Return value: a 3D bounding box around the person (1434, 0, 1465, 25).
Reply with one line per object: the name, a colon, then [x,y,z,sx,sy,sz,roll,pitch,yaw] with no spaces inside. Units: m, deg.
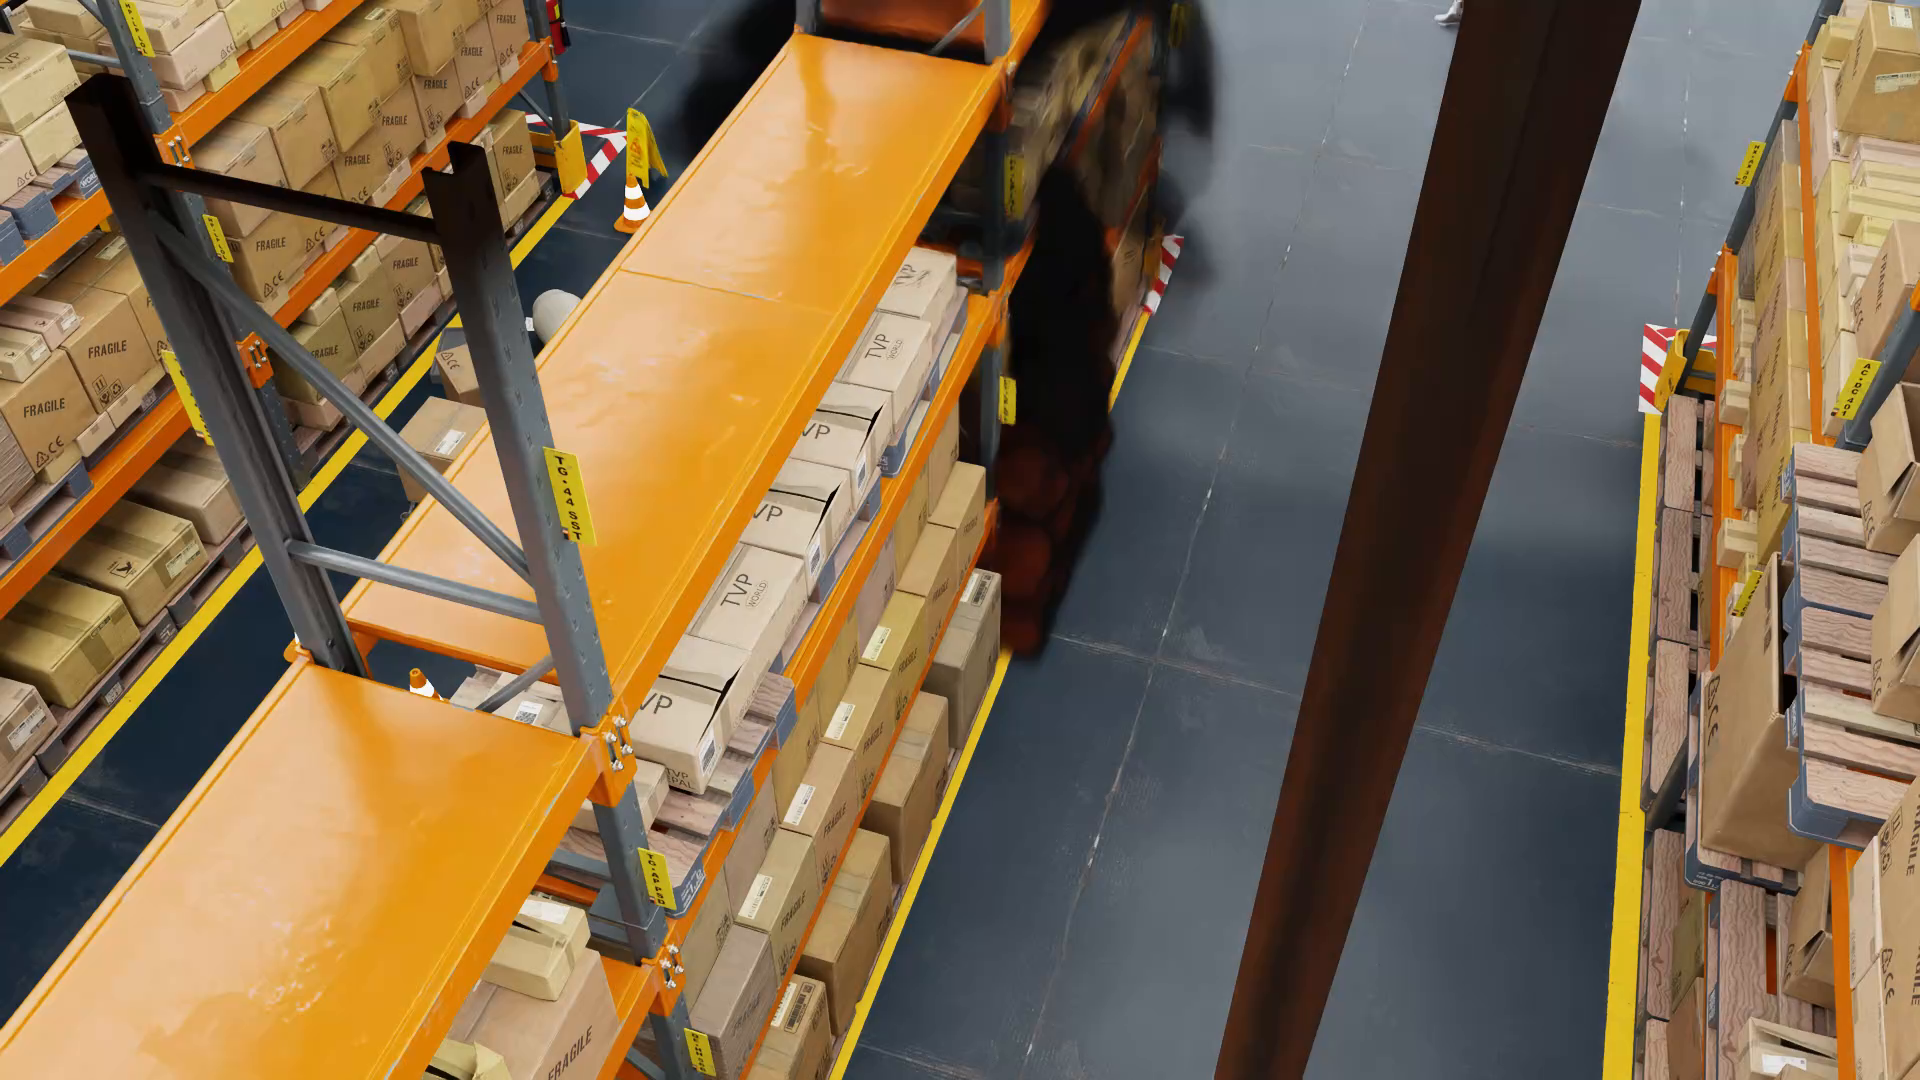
person: [5.008,-5.393,15.203,0.633,1.792,1.112,-28,52,-25]
